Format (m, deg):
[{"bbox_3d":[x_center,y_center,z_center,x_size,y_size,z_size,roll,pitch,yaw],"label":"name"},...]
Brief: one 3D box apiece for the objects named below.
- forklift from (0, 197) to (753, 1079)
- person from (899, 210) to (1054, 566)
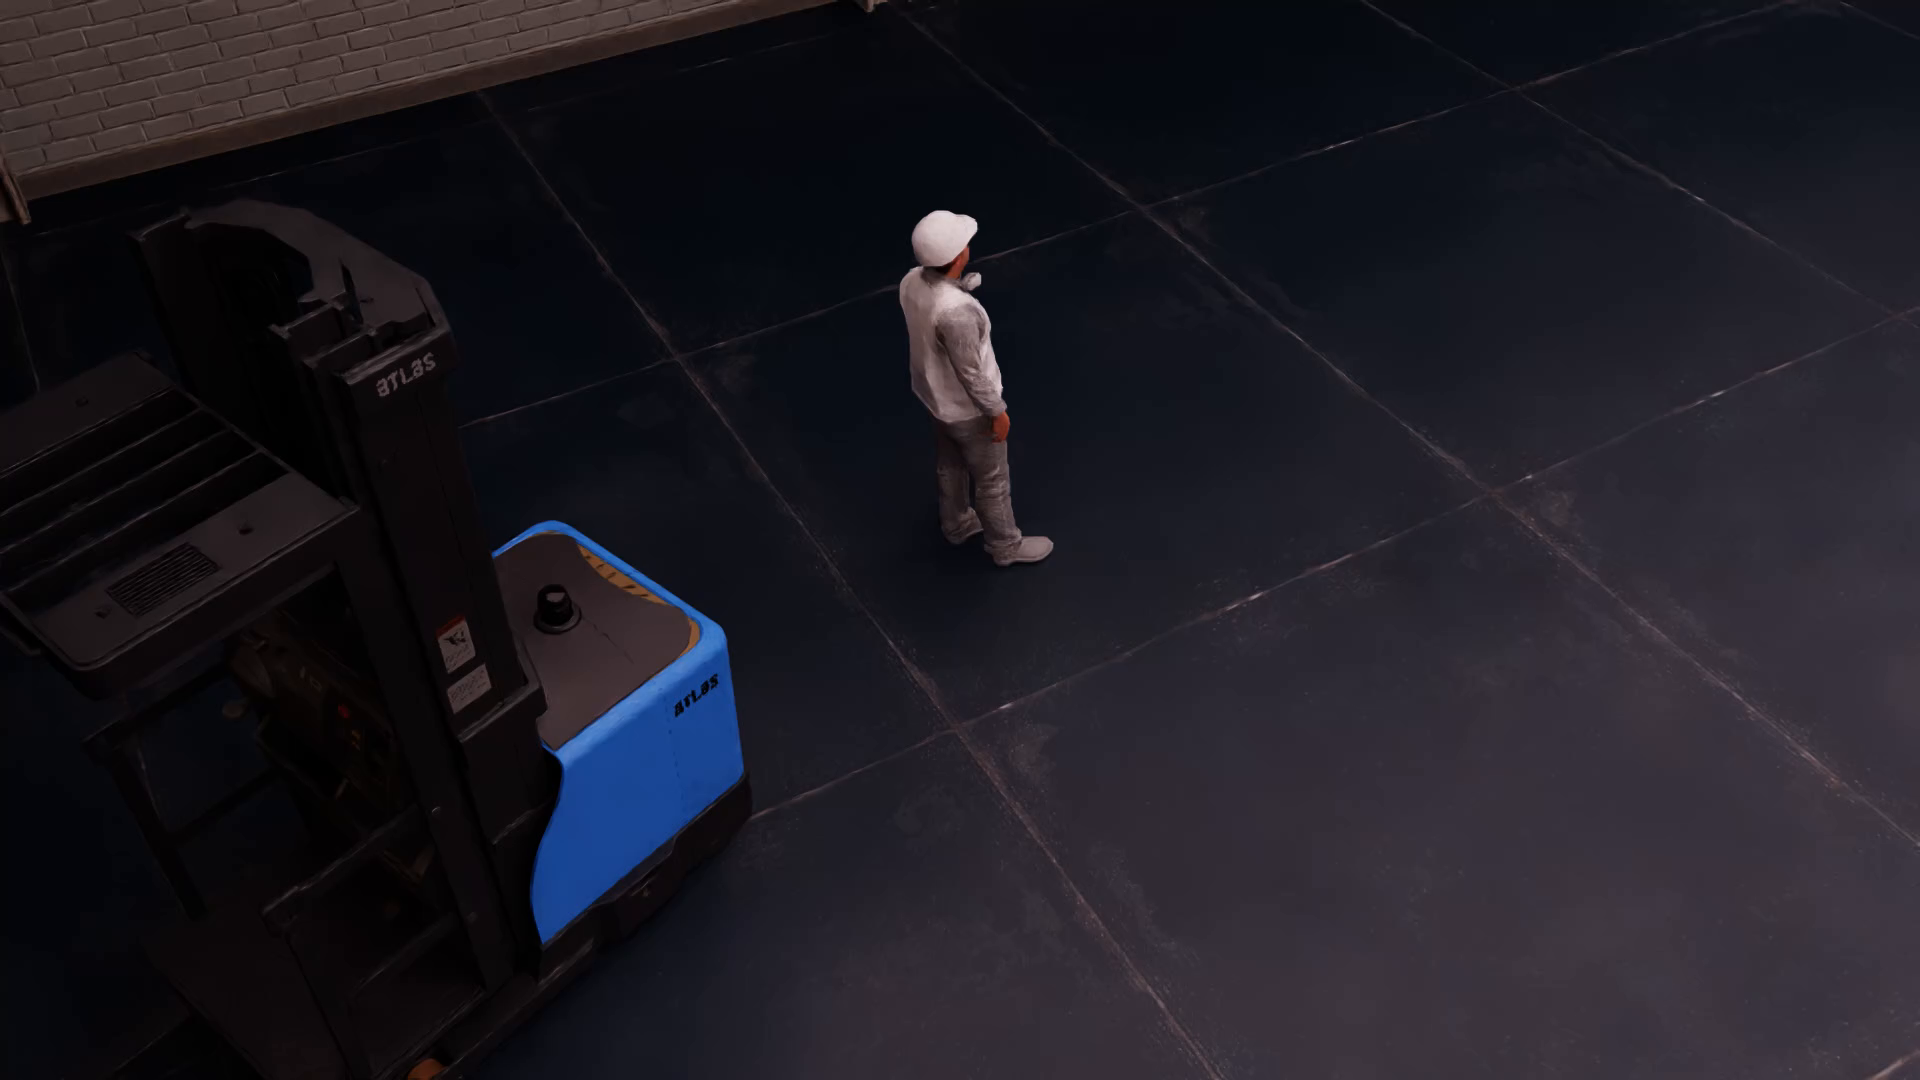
[{"bbox_3d":[-2.155,0.590,5.061,1.130,2.935,3.031,30,50,28],"label":"forklift"},{"bbox_3d":[0.058,-0.672,7.263,0.567,1.773,0.632,-21,47,-21],"label":"person"}]
